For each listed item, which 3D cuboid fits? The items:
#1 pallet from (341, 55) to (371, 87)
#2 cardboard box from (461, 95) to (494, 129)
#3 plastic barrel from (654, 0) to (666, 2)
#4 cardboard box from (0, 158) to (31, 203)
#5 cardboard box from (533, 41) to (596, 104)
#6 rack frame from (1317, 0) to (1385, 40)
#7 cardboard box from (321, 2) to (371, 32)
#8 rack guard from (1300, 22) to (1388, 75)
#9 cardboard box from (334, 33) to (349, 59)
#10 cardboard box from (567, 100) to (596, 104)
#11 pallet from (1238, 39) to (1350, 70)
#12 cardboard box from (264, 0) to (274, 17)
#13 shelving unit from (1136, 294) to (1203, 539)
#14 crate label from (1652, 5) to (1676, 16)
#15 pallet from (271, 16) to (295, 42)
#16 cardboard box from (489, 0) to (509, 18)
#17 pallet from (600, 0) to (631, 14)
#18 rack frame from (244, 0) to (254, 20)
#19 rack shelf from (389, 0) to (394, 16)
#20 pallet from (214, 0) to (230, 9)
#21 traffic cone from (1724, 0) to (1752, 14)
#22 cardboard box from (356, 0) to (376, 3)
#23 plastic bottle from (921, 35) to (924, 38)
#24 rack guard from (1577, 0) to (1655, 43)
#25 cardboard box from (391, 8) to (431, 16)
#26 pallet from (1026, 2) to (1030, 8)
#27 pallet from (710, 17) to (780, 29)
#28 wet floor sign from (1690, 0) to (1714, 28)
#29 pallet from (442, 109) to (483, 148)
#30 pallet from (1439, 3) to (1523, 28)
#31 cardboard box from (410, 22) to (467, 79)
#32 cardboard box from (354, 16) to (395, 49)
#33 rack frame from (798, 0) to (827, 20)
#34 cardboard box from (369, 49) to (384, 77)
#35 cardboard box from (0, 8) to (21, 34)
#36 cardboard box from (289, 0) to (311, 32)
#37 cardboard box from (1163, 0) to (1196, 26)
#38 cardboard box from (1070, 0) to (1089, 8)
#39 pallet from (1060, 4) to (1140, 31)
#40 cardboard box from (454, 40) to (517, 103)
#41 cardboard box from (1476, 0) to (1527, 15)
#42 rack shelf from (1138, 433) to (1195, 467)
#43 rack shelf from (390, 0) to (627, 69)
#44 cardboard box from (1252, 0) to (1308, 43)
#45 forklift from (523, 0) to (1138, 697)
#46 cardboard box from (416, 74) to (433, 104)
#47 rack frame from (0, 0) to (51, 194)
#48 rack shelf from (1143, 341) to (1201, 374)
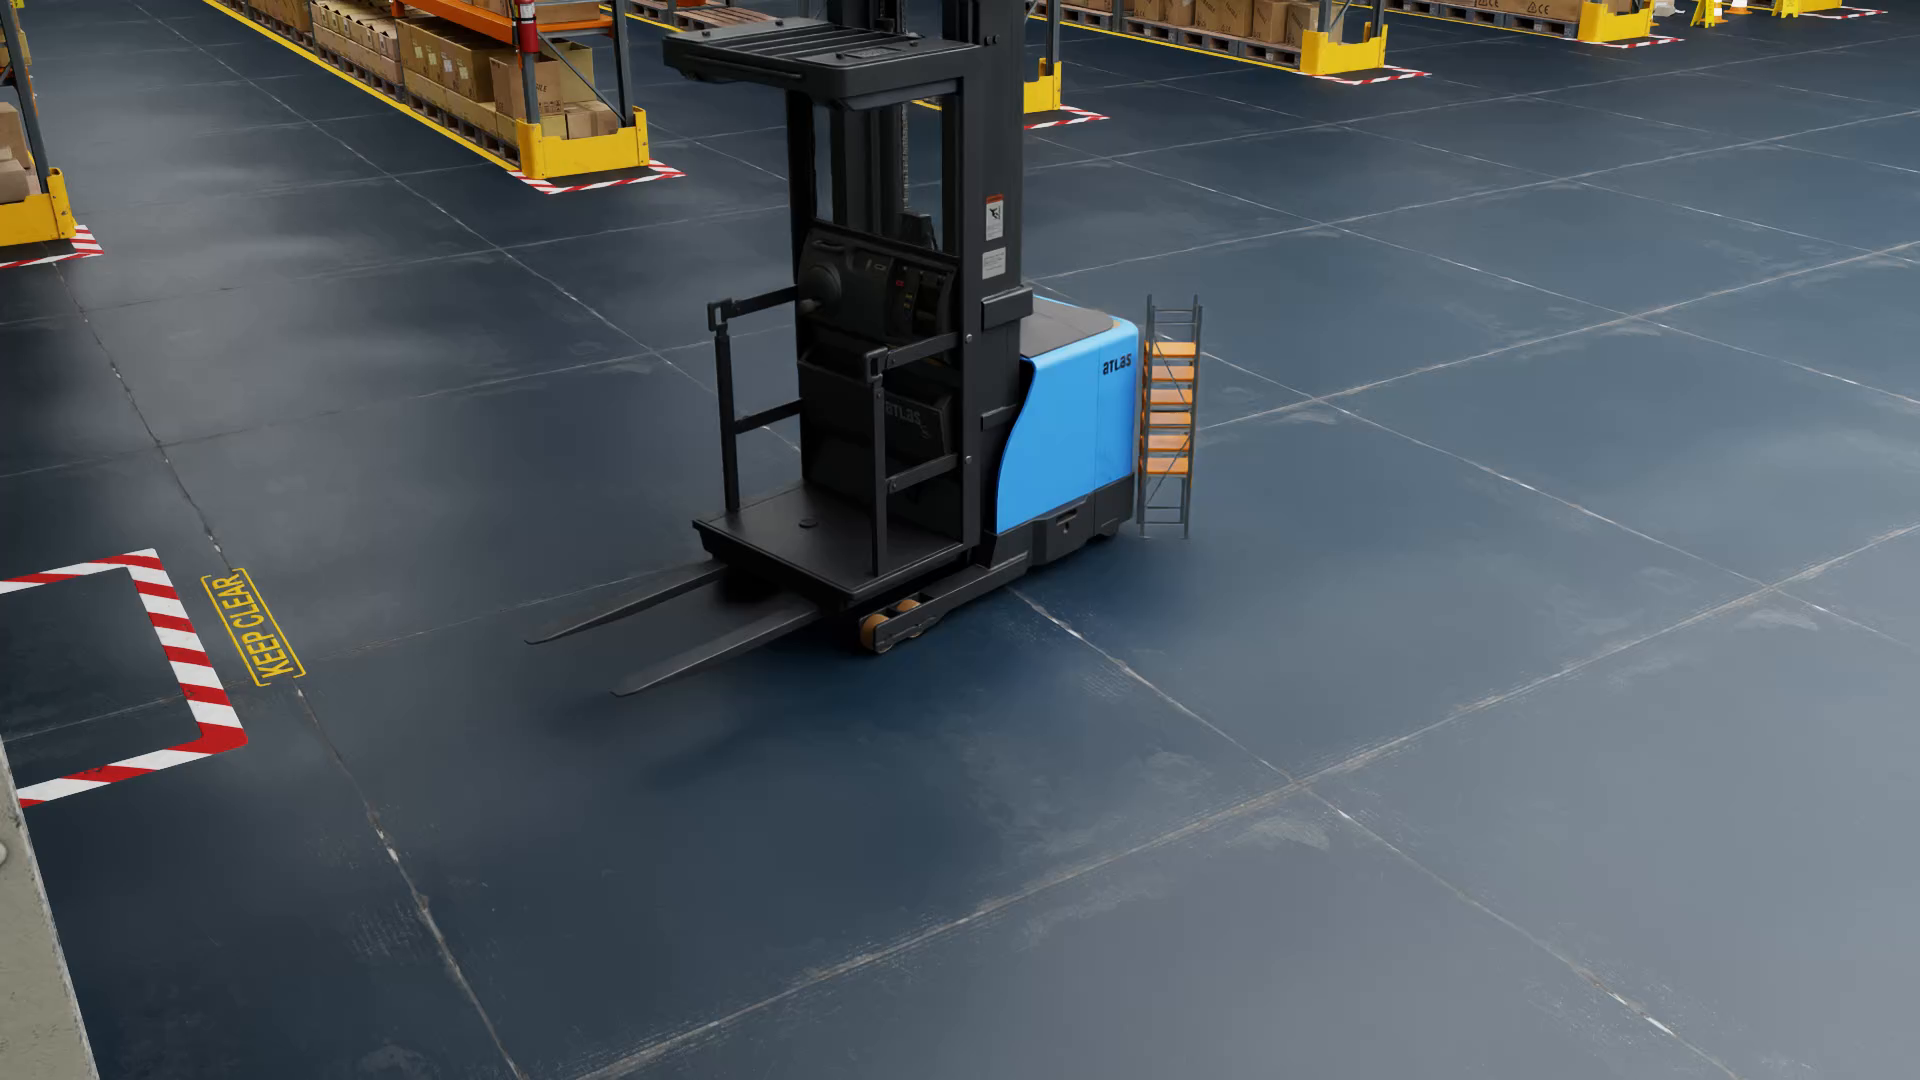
[{"bbox_3d":[-6.815,-5.721,20.122,1.003,0.211,1.213,-16,29,-30],"label":"pallet"},{"bbox_3d":[-4.625,-4.284,16.540,0.500,0.250,0.500,-16,29,-30],"label":"cardboard box"},{"bbox_3d":[-4.406,-8.292,24.723,0.421,0.512,0.421,0,25,0],"label":"plastic barrel"},{"bbox_3d":[-7.978,-2.956,13.632,0.500,0.311,0.500,-19,32,-35],"label":"cardboard box"},{"bbox_3d":[-3.908,-4.568,16.263,0.500,0.500,0.500,-16,29,-30],"label":"cardboard box"},{"bbox_3d":[4.775,-7.167,19.919,1.000,3.000,0.127,-16,29,-30],"label":"rack frame"},{"bbox_3d":[-7.560,-6.480,20.535,0.500,0.311,0.500,-16,30,-31],"label":"cardboard box"},{"bbox_3d":[4.734,-6.064,20.510,1.175,0.500,0.348,-16,29,-30],"label":"rack guard"},{"bbox_3d":[-7.290,-6.048,20.277,0.500,0.250,0.500,-16,30,-31],"label":"cardboard box"},{"bbox_3d":[-3.909,-4.228,16.422,0.500,0.250,0.500,-16,29,-30],"label":"cardboard box"},{"bbox_3d":[4.320,-6.232,21.205,1.003,0.211,1.213,-16,29,-30],"label":"pallet"},{"bbox_3d":[-9.451,-7.622,23.295,0.500,0.500,0.500,-15,29,-29],"label":"cardboard box"},{"bbox_3d":[1.013,-0.590,8.094,0.258,1.200,0.189,0,25,1],"label":"shelving unit"},{"bbox_3d":[10.537,-7.922,24.871,0.298,0.136,0.250,12,28,24],"label":"crate label"},{"bbox_3d":[-8.932,-7.172,23.196,1.003,0.211,1.213,-16,29,-30],"label":"pallet"},{"bbox_3d":[-4.062,-5.262,15.766,0.700,0.500,0.500,-15,29,-28],"label":"cardboard box"},{"bbox_3d":[-4.869,-8.322,25.631,1.003,0.211,1.213,-16,29,-30],"label":"pallet"},{"bbox_3d":[-10.078,-9.152,24.124,1.000,3.000,0.127,-16,29,-30],"label":"rack frame"},{"bbox_3d":[-6.802,-6.681,19.731,1.077,0.370,4.000,-16,29,-30],"label":"rack shelf"},{"bbox_3d":[-11.122,-8.574,26.165,1.003,0.211,1.213,-16,29,-30],"label":"pallet"},{"bbox_3d":[11.763,-8.183,25.042,0.336,0.463,0.334,-16,29,-30],"label":"traffic cone"},{"bbox_3d":[-7.402,-6.792,21.195,0.500,0.311,0.500,-15,29,-28],"label":"cardboard box"},{"bbox_3d":[-0.456,-5.930,19.979,0.097,0.271,0.097,0,25,0],"label":"plastic bottle"},{"bbox_3d":[8.999,-7.148,22.806,1.175,0.500,0.348,-16,29,-30],"label":"rack guard"},{"bbox_3d":[-6.568,-6.246,20.040,0.500,0.311,0.500,-15,29,-28],"label":"cardboard box"},{"bbox_3d":[0.833,-8.488,25.983,1.003,0.211,1.213,-16,29,-30],"label":"pallet"},{"bbox_3d":[-2.690,-6.891,22.601,1.003,0.211,1.213,-16,29,-30],"label":"pallet"},{"bbox_3d":[10.661,-7.674,23.749,0.267,0.644,0.232,-22,33,-38],"label":"wet floor sign"},{"bbox_3d":[-4.641,-4.299,17.109,1.003,0.211,1.213,-16,29,-30],"label":"pallet"},{"bbox_3d":[7.822,-7.730,24.377,1.003,0.211,1.213,-16,29,-30],"label":"pallet"},{"bbox_3d":[-5.440,-5.161,17.519,0.500,0.500,0.500,-16,29,-30],"label":"cardboard box"},{"bbox_3d":[-6.731,-5.933,19.376,0.500,0.311,0.500,-16,29,-30],"label":"cardboard box"},{"bbox_3d":[-1.558,-7.444,20.505,1.000,3.000,0.127,-16,29,-30],"label":"rack frame"},{"bbox_3d":[-6.454,-5.499,19.115,0.500,0.250,0.500,-16,30,-30],"label":"cardboard box"},{"bbox_3d":[-7.684,-4.226,12.961,0.500,0.500,0.500,-15,29,-30],"label":"cardboard box"},{"bbox_3d":[-8.601,-7.070,22.125,0.500,0.500,0.500,-14,29,-28],"label":"cardboard box"},{"bbox_3d":[3.095,-7.302,22.641,0.500,0.500,0.500,-6,26,-13],"label":"cardboard box"},{"bbox_3d":[2.030,-8.066,24.236,0.700,0.500,0.500,-16,29,-30],"label":"cardboard box"},{"bbox_3d":[2.165,-7.615,24.134,1.003,0.211,1.213,-16,29,-30],"label":"pallet"},{"bbox_3d":[-4.627,-4.622,16.379,0.500,0.500,0.500,-16,29,-30],"label":"cardboard box"},{"bbox_3d":[8.078,-8.058,23.802,0.875,0.875,0.875,-16,30,-30],"label":"cardboard box"},{"bbox_3d":[1.013,-0.441,8.165,0.258,0.103,0.180,0,25,1],"label":"rack shelf"},{"bbox_3d":[-4.619,-5.250,16.700,1.077,0.370,4.000,-16,29,-30],"label":"rack shelf"},{"bbox_3d":[4.093,-6.660,21.280,0.500,0.500,0.500,-8,26,-16],"label":"cardboard box"},{"bbox_3d":[-0.515,-1.082,7.109,1.130,2.935,3.031,22,33,39],"label":"forklift"},{"bbox_3d":[-5.443,-4.821,17.677,0.500,0.250,0.500,-16,29,-30],"label":"cardboard box"},{"bbox_3d":[-7.675,-3.704,12.583,1.000,3.000,0.127,-16,29,-30],"label":"rack frame"},{"bbox_3d":[1.013,-0.875,7.960,0.258,0.103,0.180,0,25,1],"label":"rack shelf"}]
